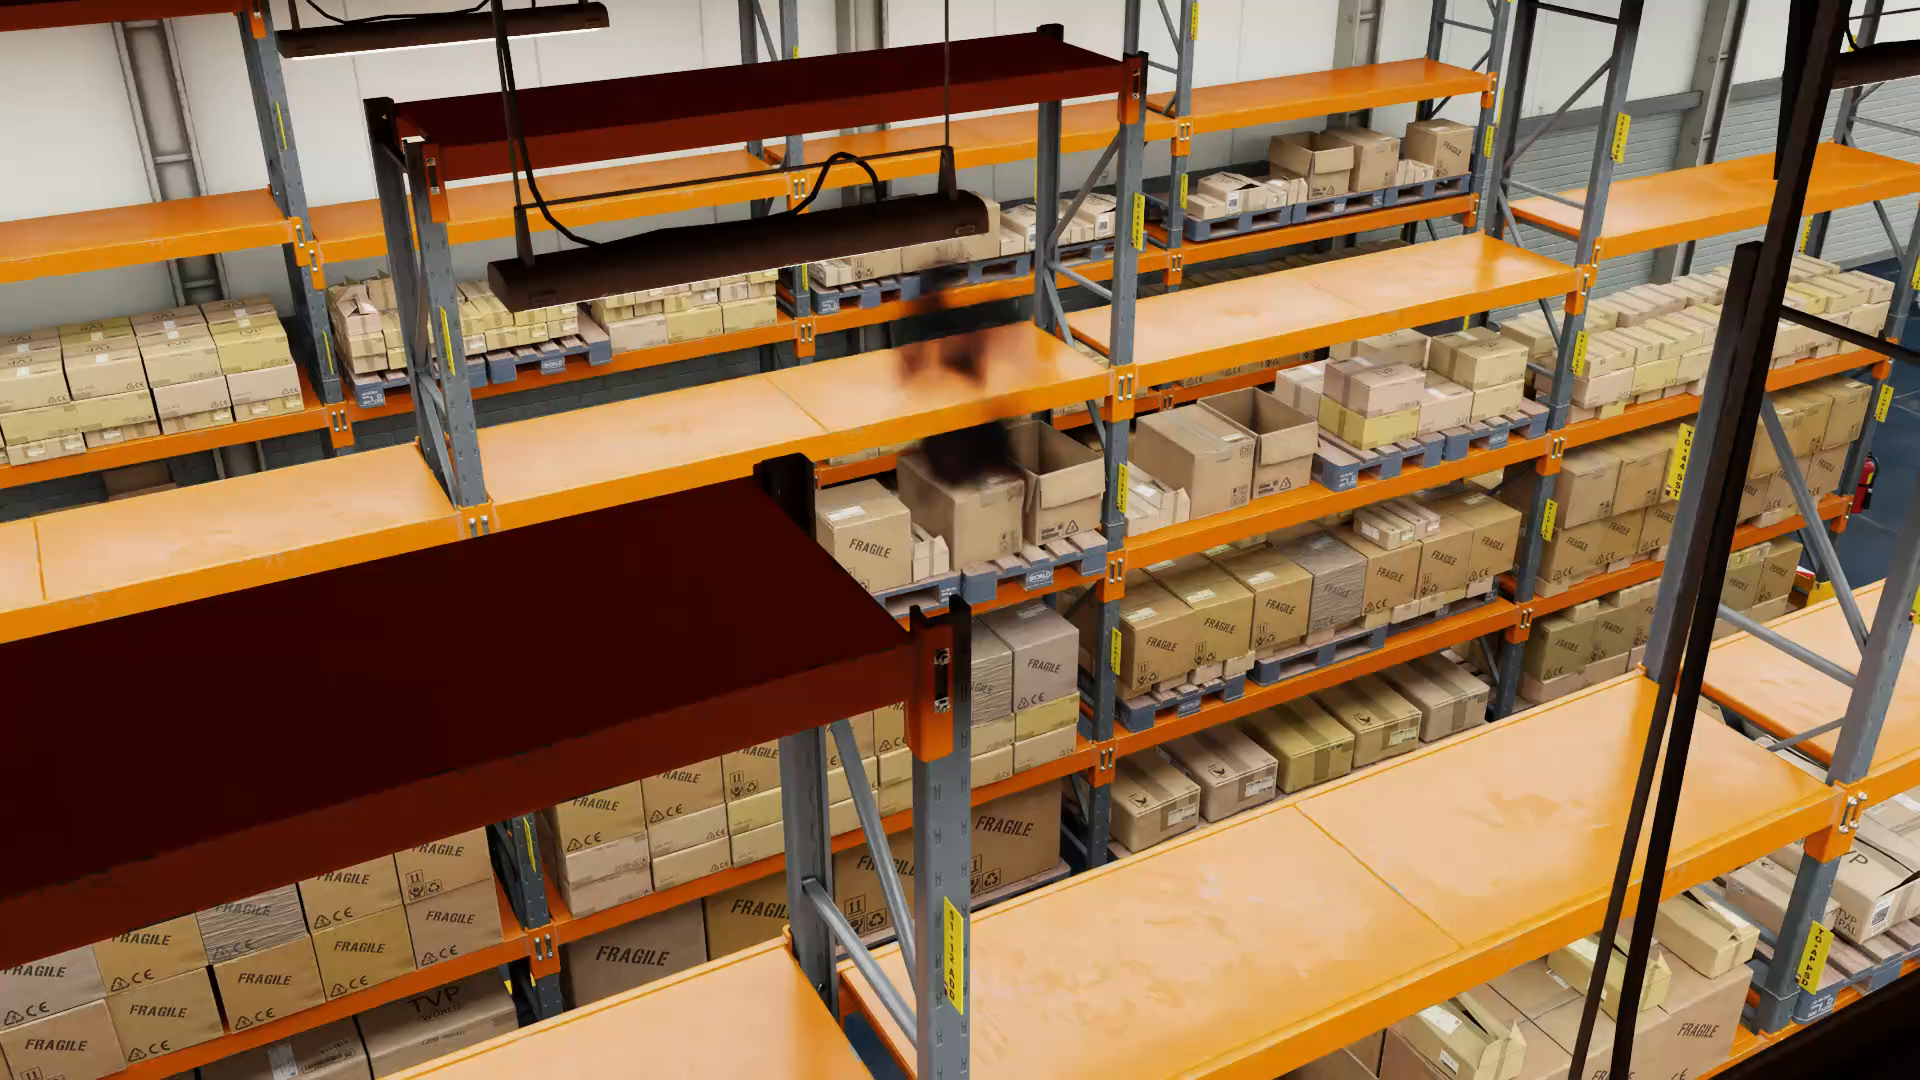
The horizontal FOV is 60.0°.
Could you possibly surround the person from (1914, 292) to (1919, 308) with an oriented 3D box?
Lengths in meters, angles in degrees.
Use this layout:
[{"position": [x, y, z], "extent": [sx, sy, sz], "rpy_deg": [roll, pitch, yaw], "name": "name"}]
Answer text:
[{"position": [13.364, -3.966, 22.622], "extent": [0.870, 1.724, 0.595], "rpy_deg": [-19, 33, -31], "name": "person"}]
